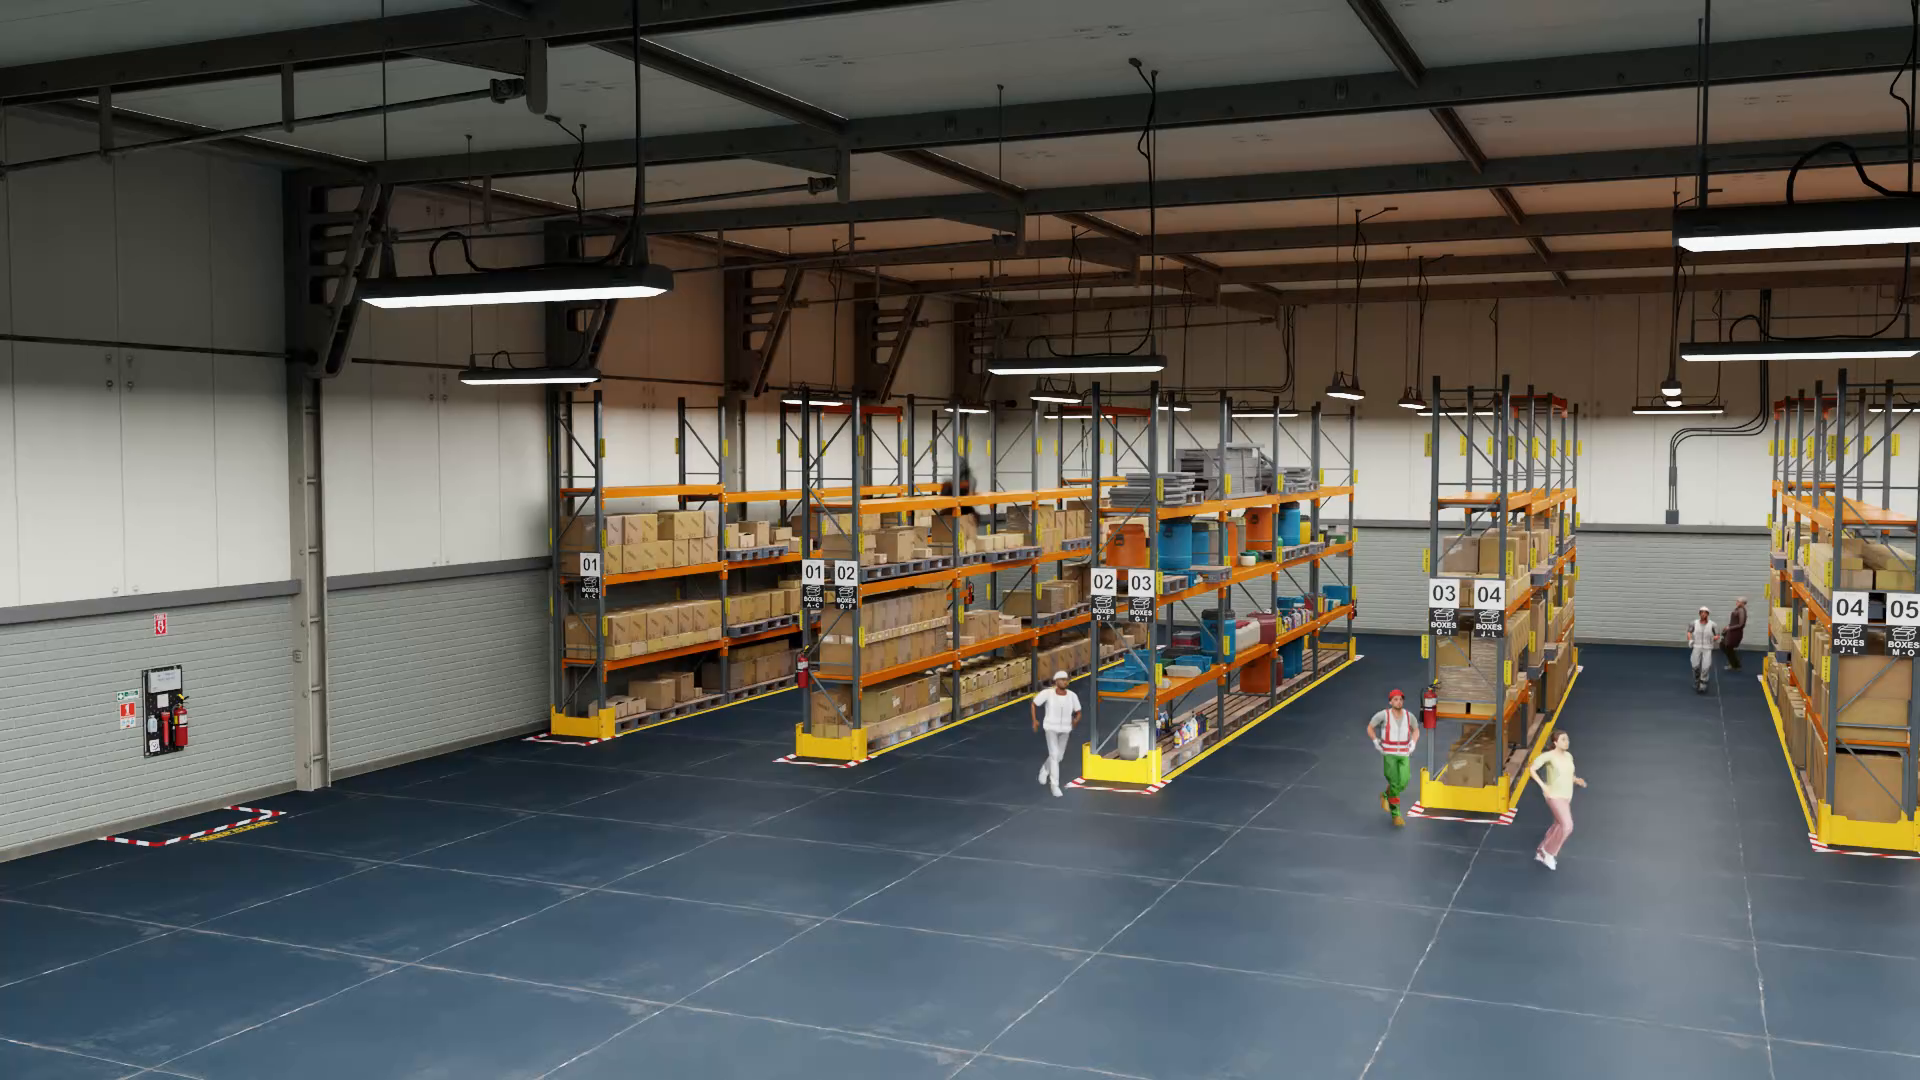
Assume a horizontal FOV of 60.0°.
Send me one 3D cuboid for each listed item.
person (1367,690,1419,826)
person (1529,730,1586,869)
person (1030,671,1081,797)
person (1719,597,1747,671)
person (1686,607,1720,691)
[{"bbox_3d":[5.846,2.898,22.361,0.711,1.788,0.778,0,3,-4],"label":"person"},{"bbox_3d":[7.118,3.079,19.762,0.554,1.653,0.632,-2,4,-29],"label":"person"},{"bbox_3d":[1.437,2.787,24.226,0.743,1.750,0.875,-1,3,-18],"label":"person"},{"bbox_3d":[17.268,2.096,37.159,0.559,1.690,0.785,1,3,24],"label":"person"},{"bbox_3d":[15.181,2.238,34.016,0.645,1.743,0.581,2,4,27],"label":"person"}]
